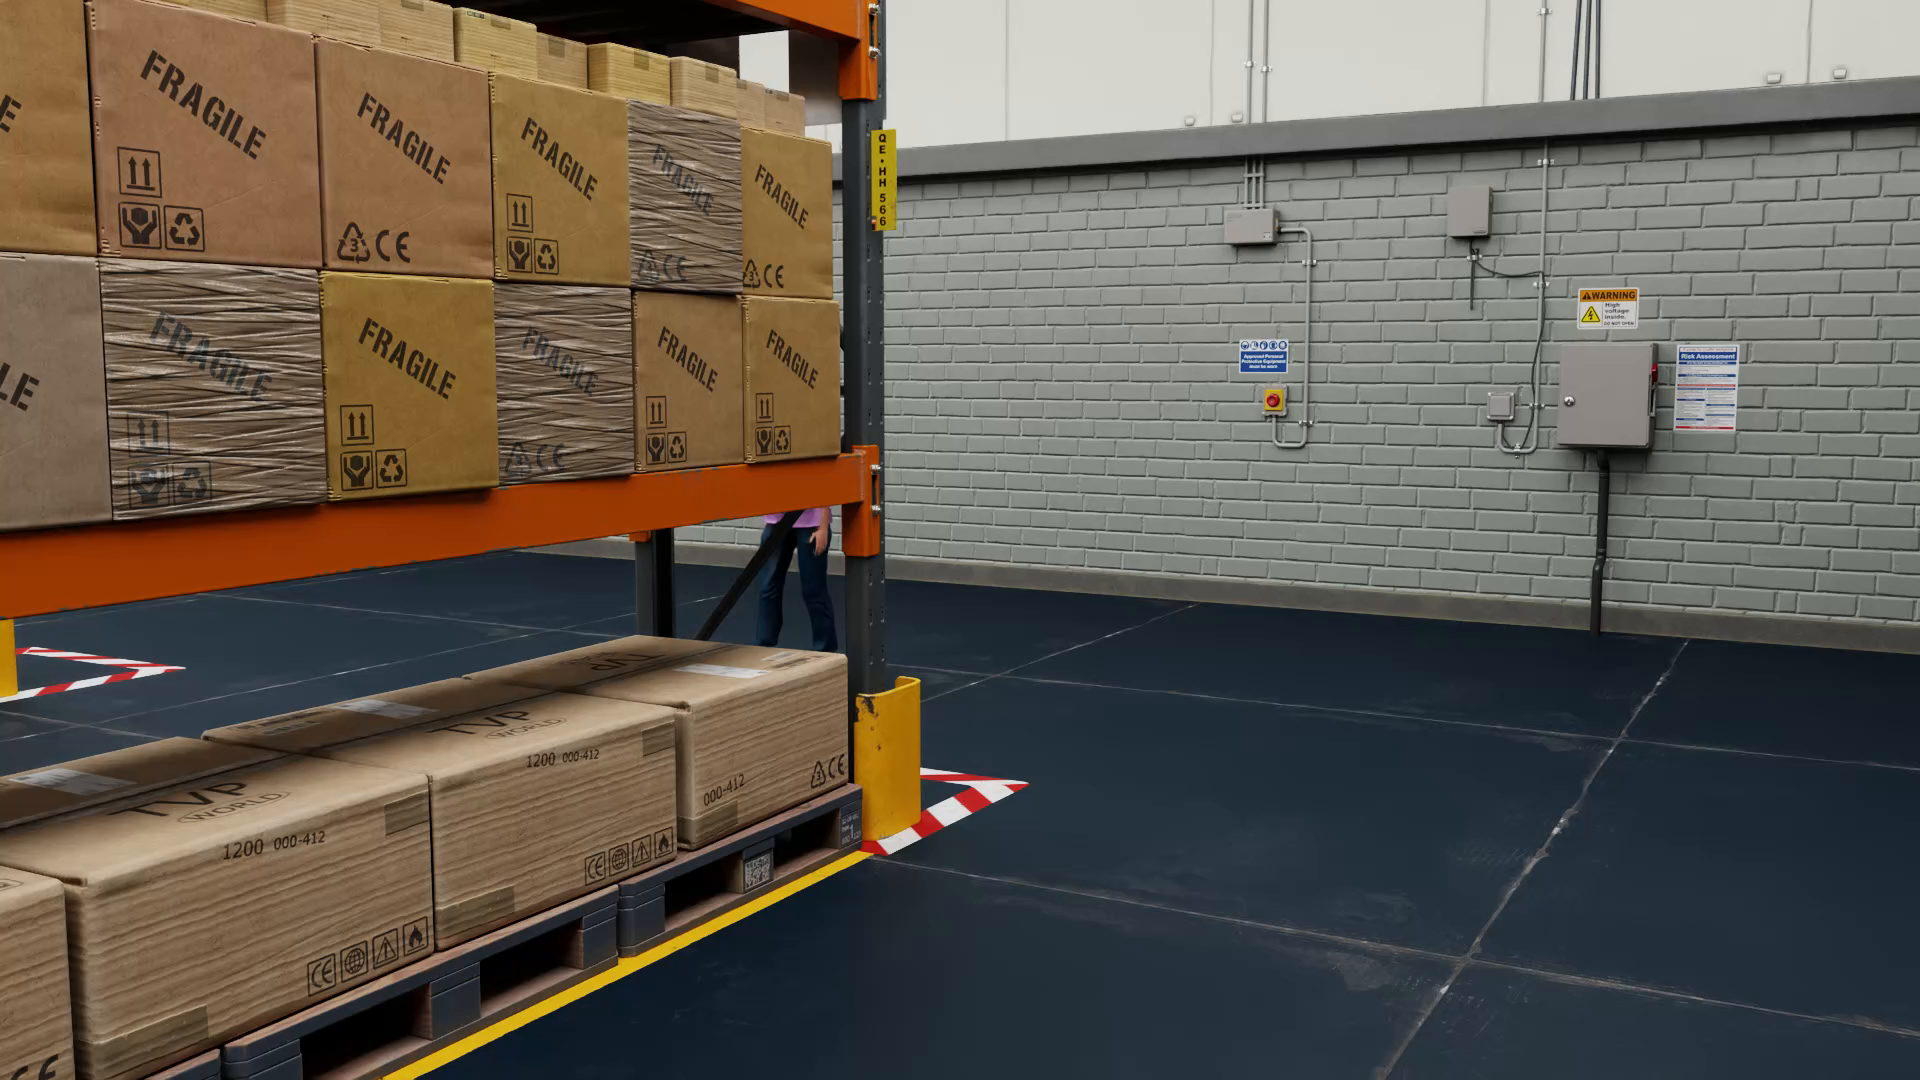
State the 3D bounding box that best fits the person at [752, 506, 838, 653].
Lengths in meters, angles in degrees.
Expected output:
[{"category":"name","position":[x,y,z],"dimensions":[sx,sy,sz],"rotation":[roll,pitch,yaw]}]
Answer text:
[{"category":"person","position":[-0.846,-0.061,8.078],"dimensions":[0.418,1.592,0.545],"rotation":[5,8,37]}]
